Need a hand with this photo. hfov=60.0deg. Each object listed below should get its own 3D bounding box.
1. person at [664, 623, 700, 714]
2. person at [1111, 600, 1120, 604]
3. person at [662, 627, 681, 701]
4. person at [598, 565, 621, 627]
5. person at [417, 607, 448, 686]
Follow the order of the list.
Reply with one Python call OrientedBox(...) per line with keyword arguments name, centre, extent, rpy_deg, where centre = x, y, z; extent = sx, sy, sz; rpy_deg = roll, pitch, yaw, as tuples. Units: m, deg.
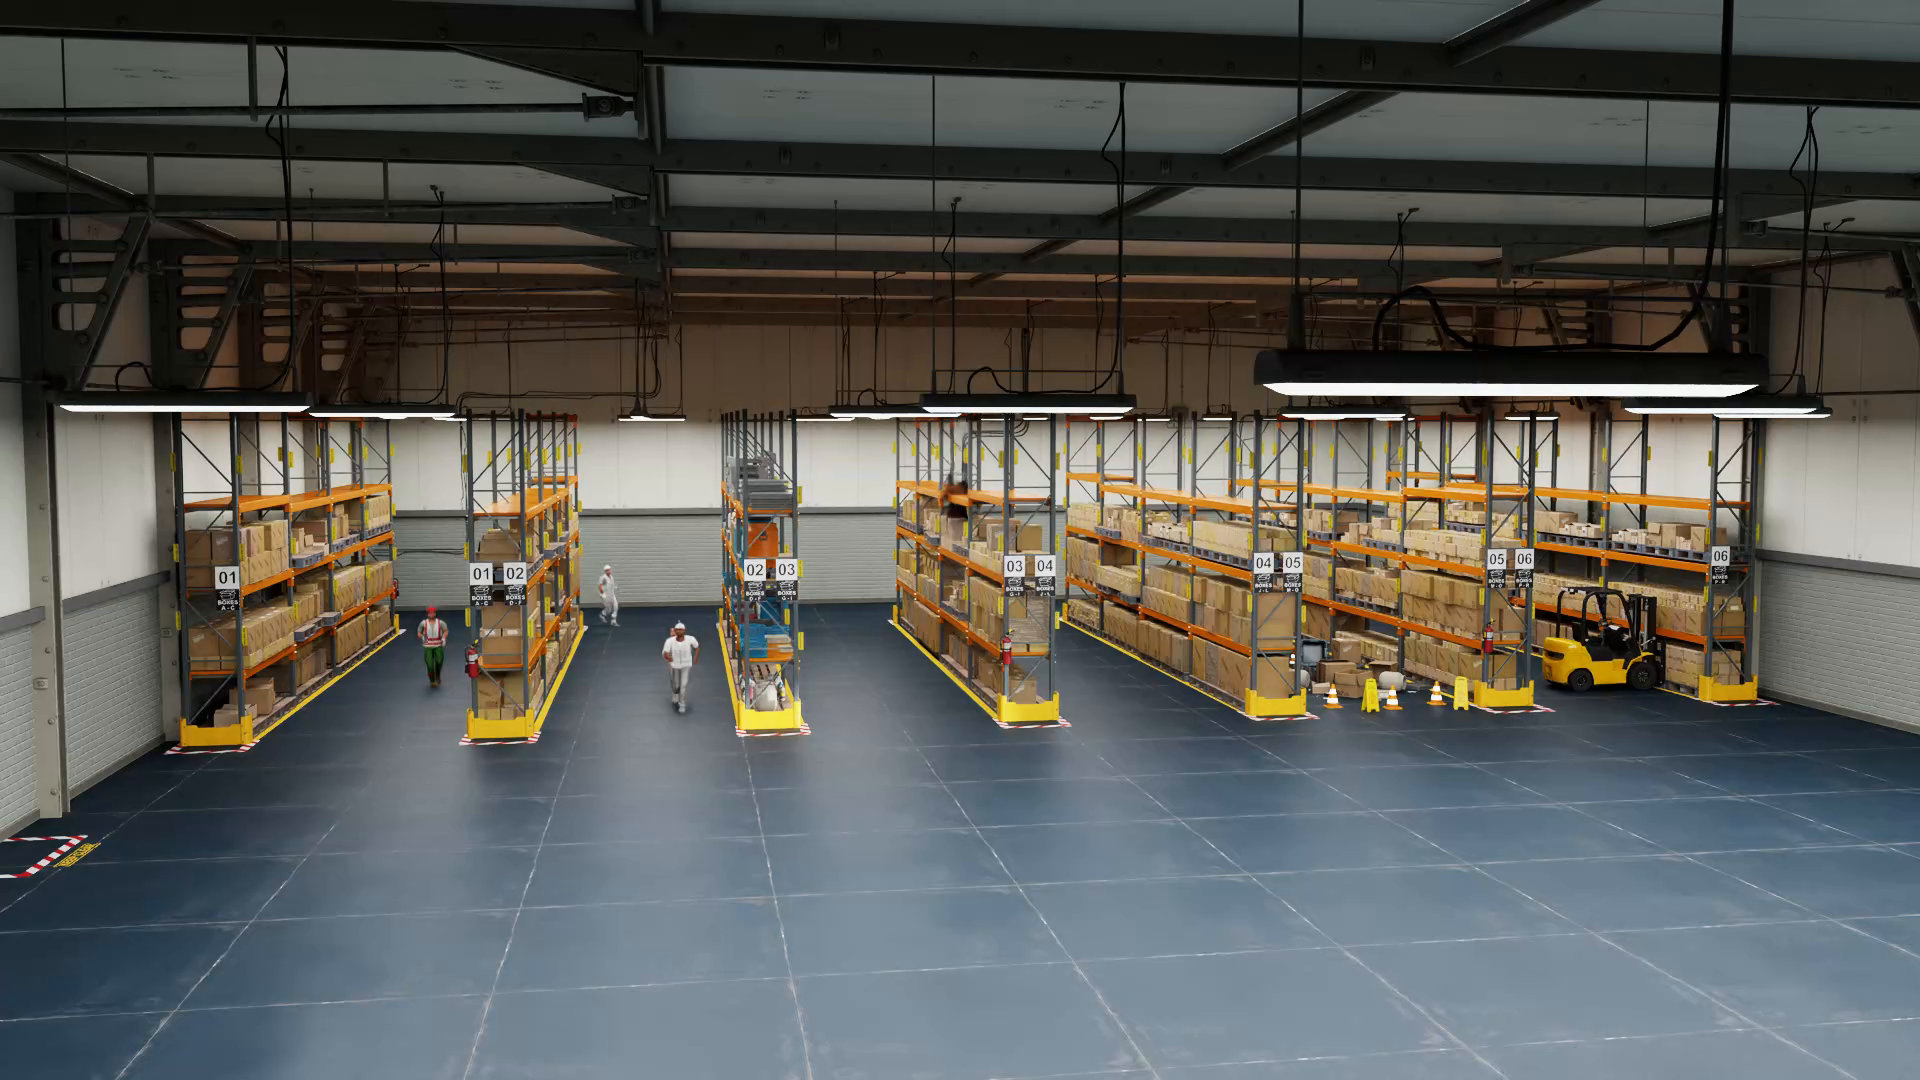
OrientedBox(name="person", centre=(-5.564, 2.532, 33.240), extent=(0.709, 1.766, 0.934), rpy_deg=(0, 4, -5))
OrientedBox(name="person", centre=(4.649, 1.516, 49.306), extent=(0.698, 1.537, 0.594), rpy_deg=(4, 5, 42))
OrientedBox(name="person", centre=(-5.857, 2.561, 34.309), extent=(0.560, 1.558, 0.605), rpy_deg=(0, 4, -6))
OrientedBox(name="person", centre=(-10.021, 1.587, 47.104), extent=(0.746, 1.767, 0.763), rpy_deg=(2, 5, 29))
OrientedBox(name="person", centre=(-11.432, 2.322, 36.094), extent=(0.644, 1.741, 0.578), rpy_deg=(-1, 4, -19))
